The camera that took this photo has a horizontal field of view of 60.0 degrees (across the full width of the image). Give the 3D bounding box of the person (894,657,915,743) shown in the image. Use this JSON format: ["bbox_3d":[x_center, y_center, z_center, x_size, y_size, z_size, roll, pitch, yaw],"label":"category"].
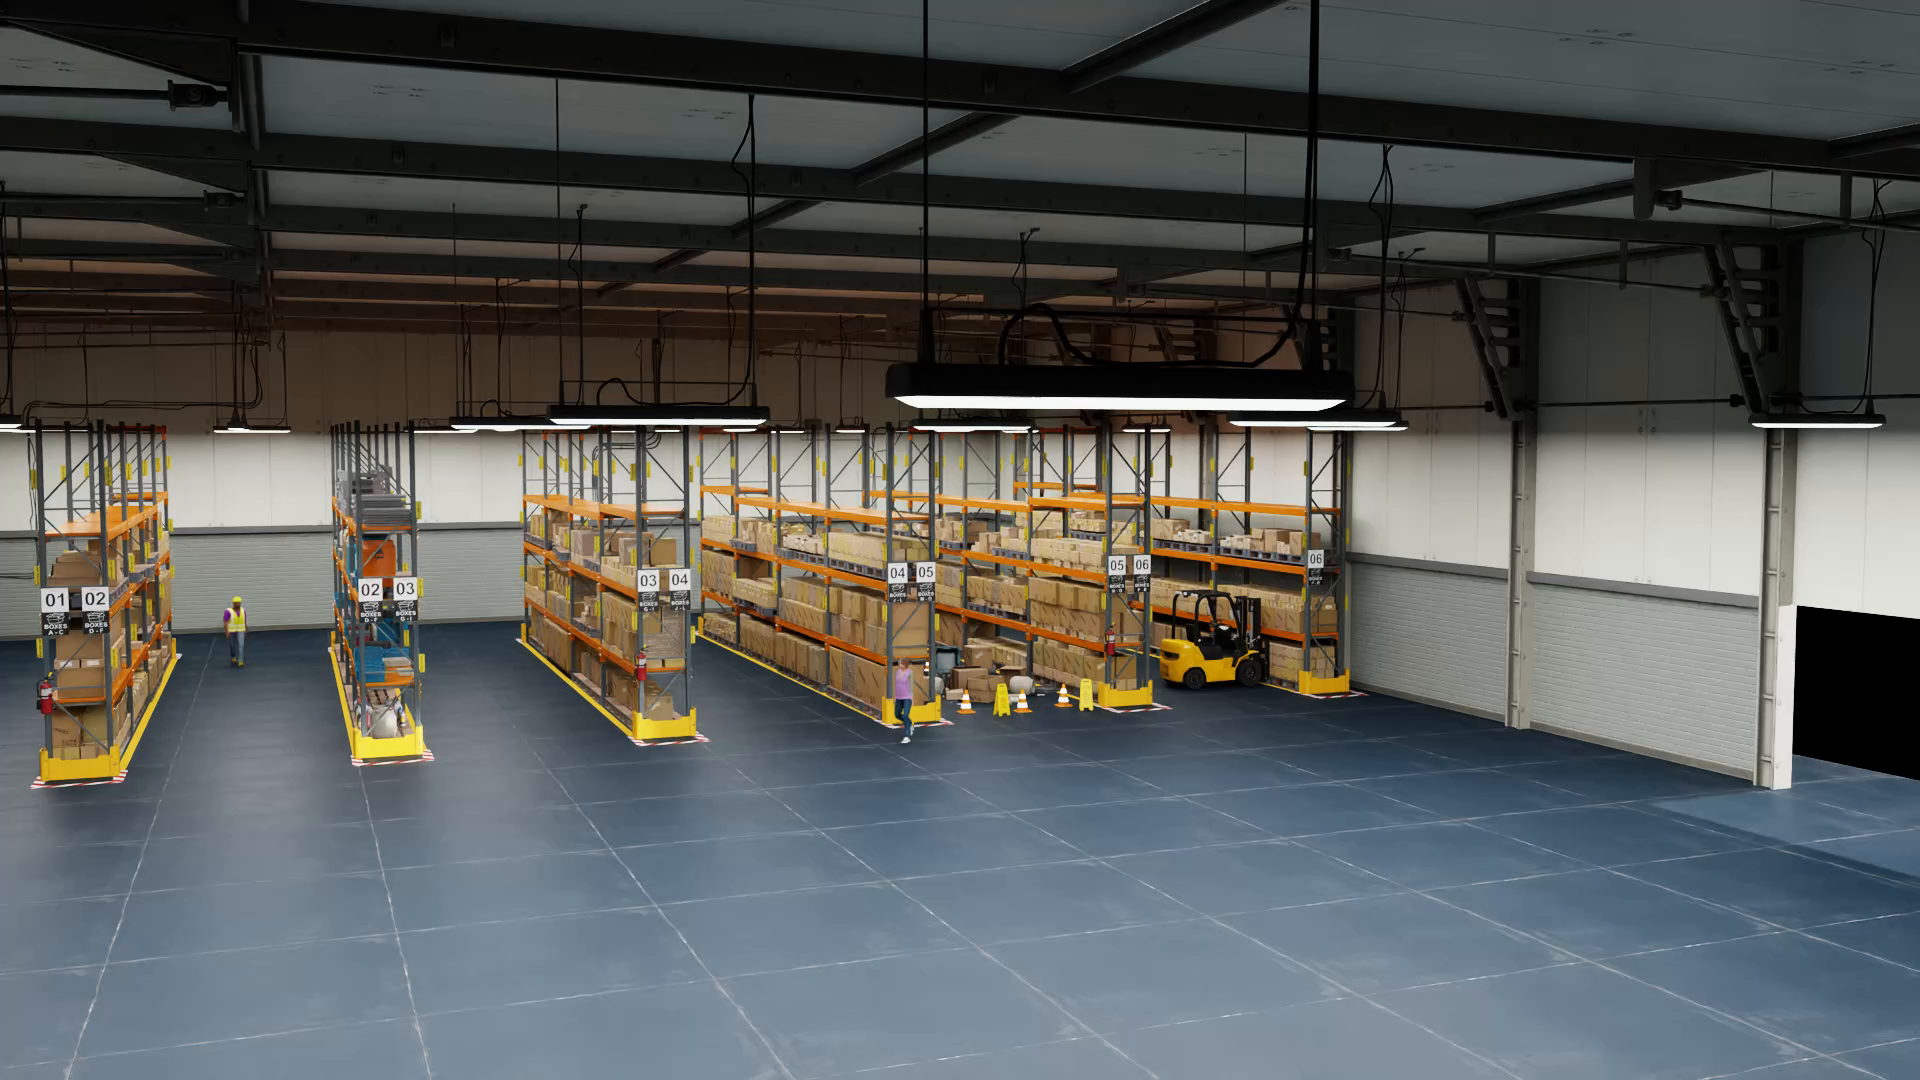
[{"bbox_3d":[-1.001,2.968,31.125,0.401,1.598,0.592,3,4,36],"label":"person"}]

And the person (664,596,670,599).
[{"bbox_3d":[-8.096,2.072,45.845,0.553,1.581,0.693,-1,4,-13],"label":"person"}]

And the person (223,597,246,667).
[{"bbox_3d":[-18.042,2.276,41.381,0.535,1.714,1.093,-2,4,-25],"label":"person"}]
